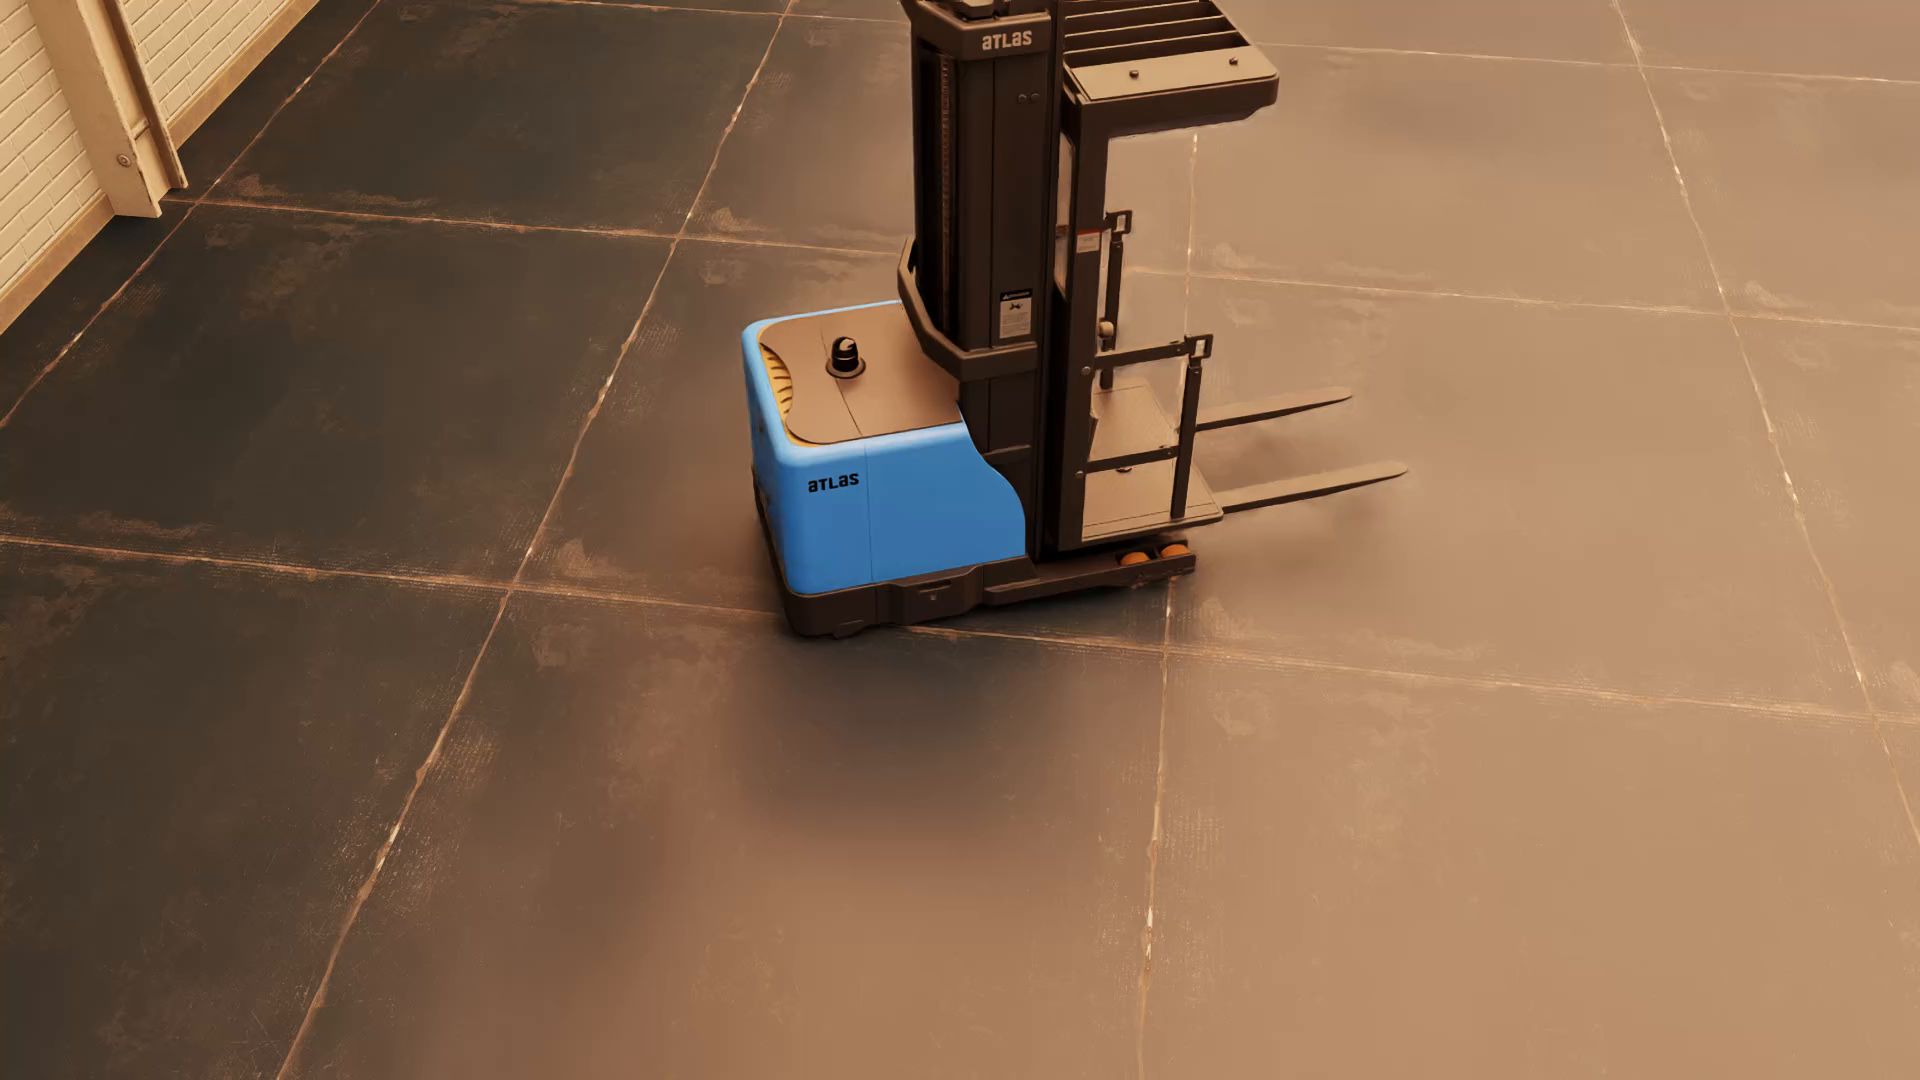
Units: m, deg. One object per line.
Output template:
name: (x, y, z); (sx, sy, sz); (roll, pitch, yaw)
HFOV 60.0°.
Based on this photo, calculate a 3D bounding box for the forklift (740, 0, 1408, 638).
forklift: (0.591, -1.197, 7.028); (3.031, 2.935, 1.130); (-10, 44, -11)
